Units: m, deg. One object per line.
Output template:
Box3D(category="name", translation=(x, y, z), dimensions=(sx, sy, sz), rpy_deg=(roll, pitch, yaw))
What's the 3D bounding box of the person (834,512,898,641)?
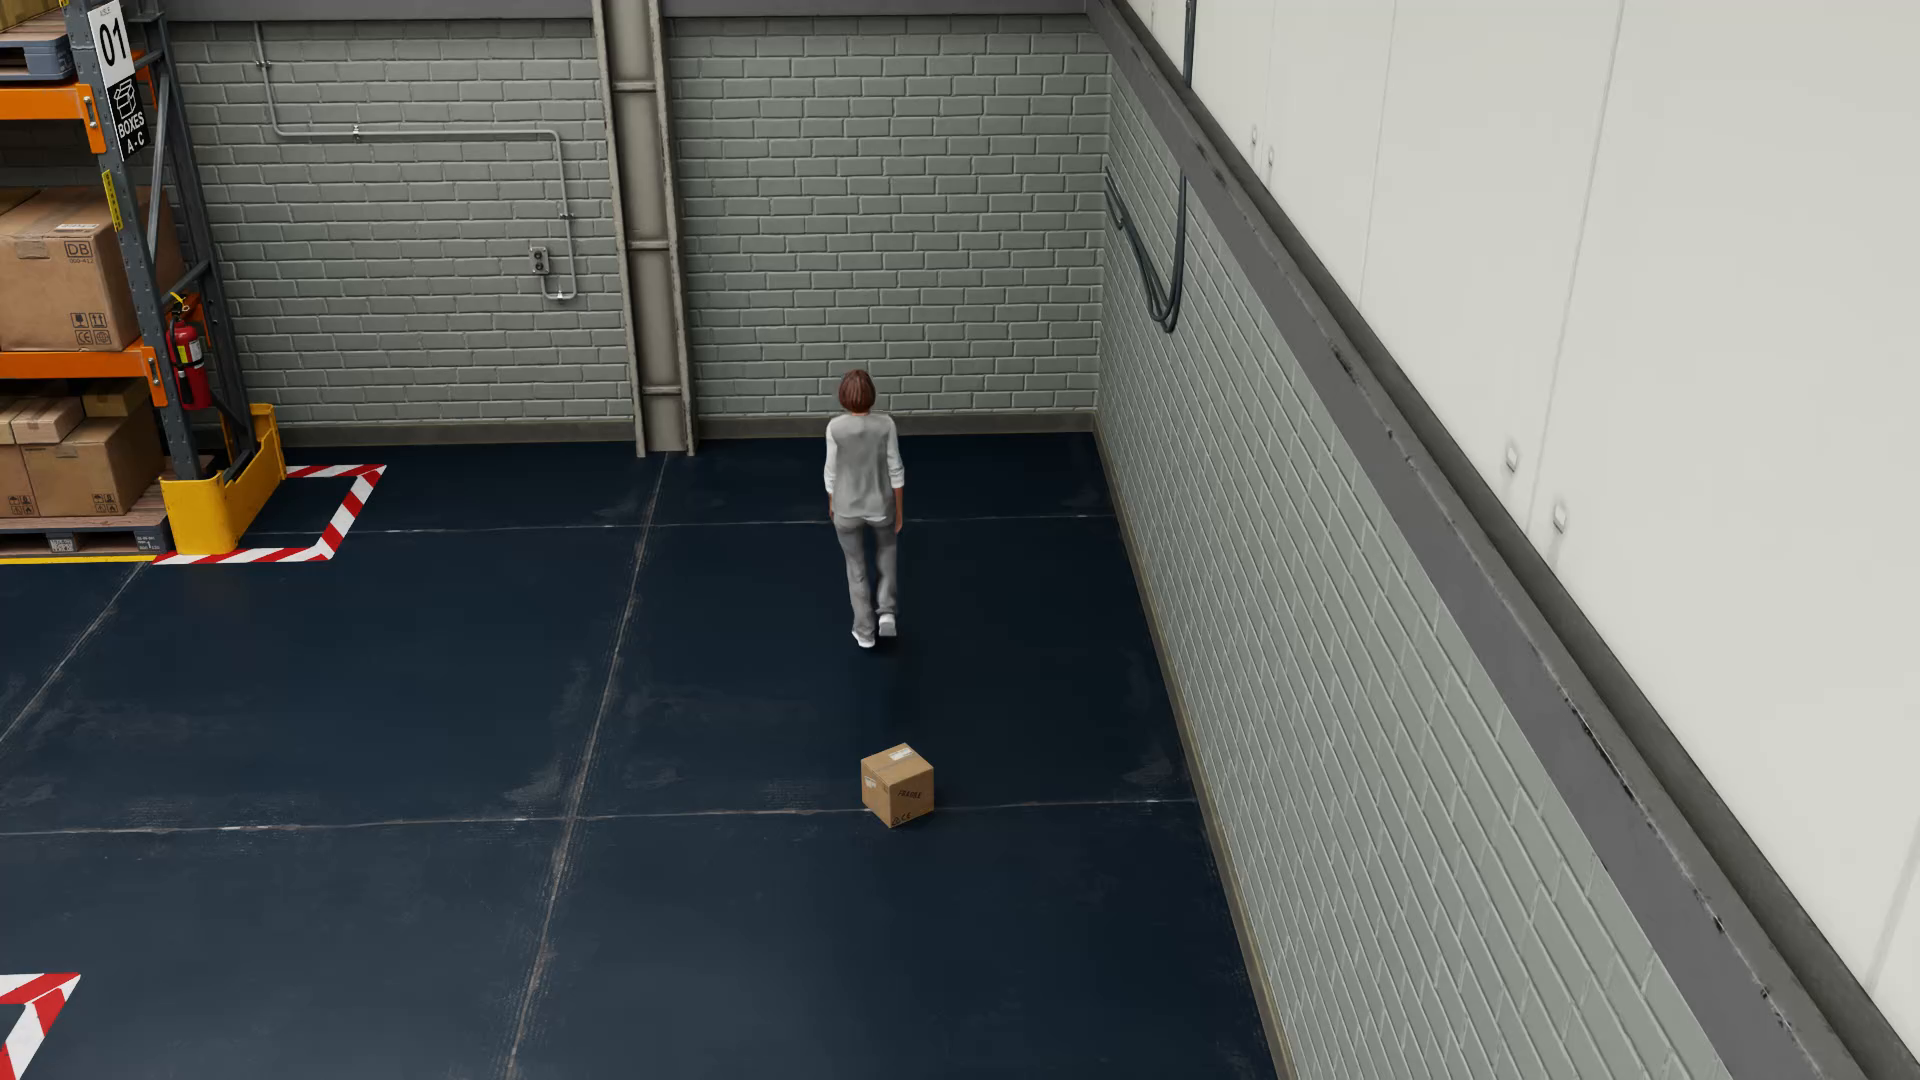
Box3D(category="person", translation=(-0.502, 0.079, 9.040), dimensions=(0.362, 0.877, 0.386), rpy_deg=(-4, 28, -8))
